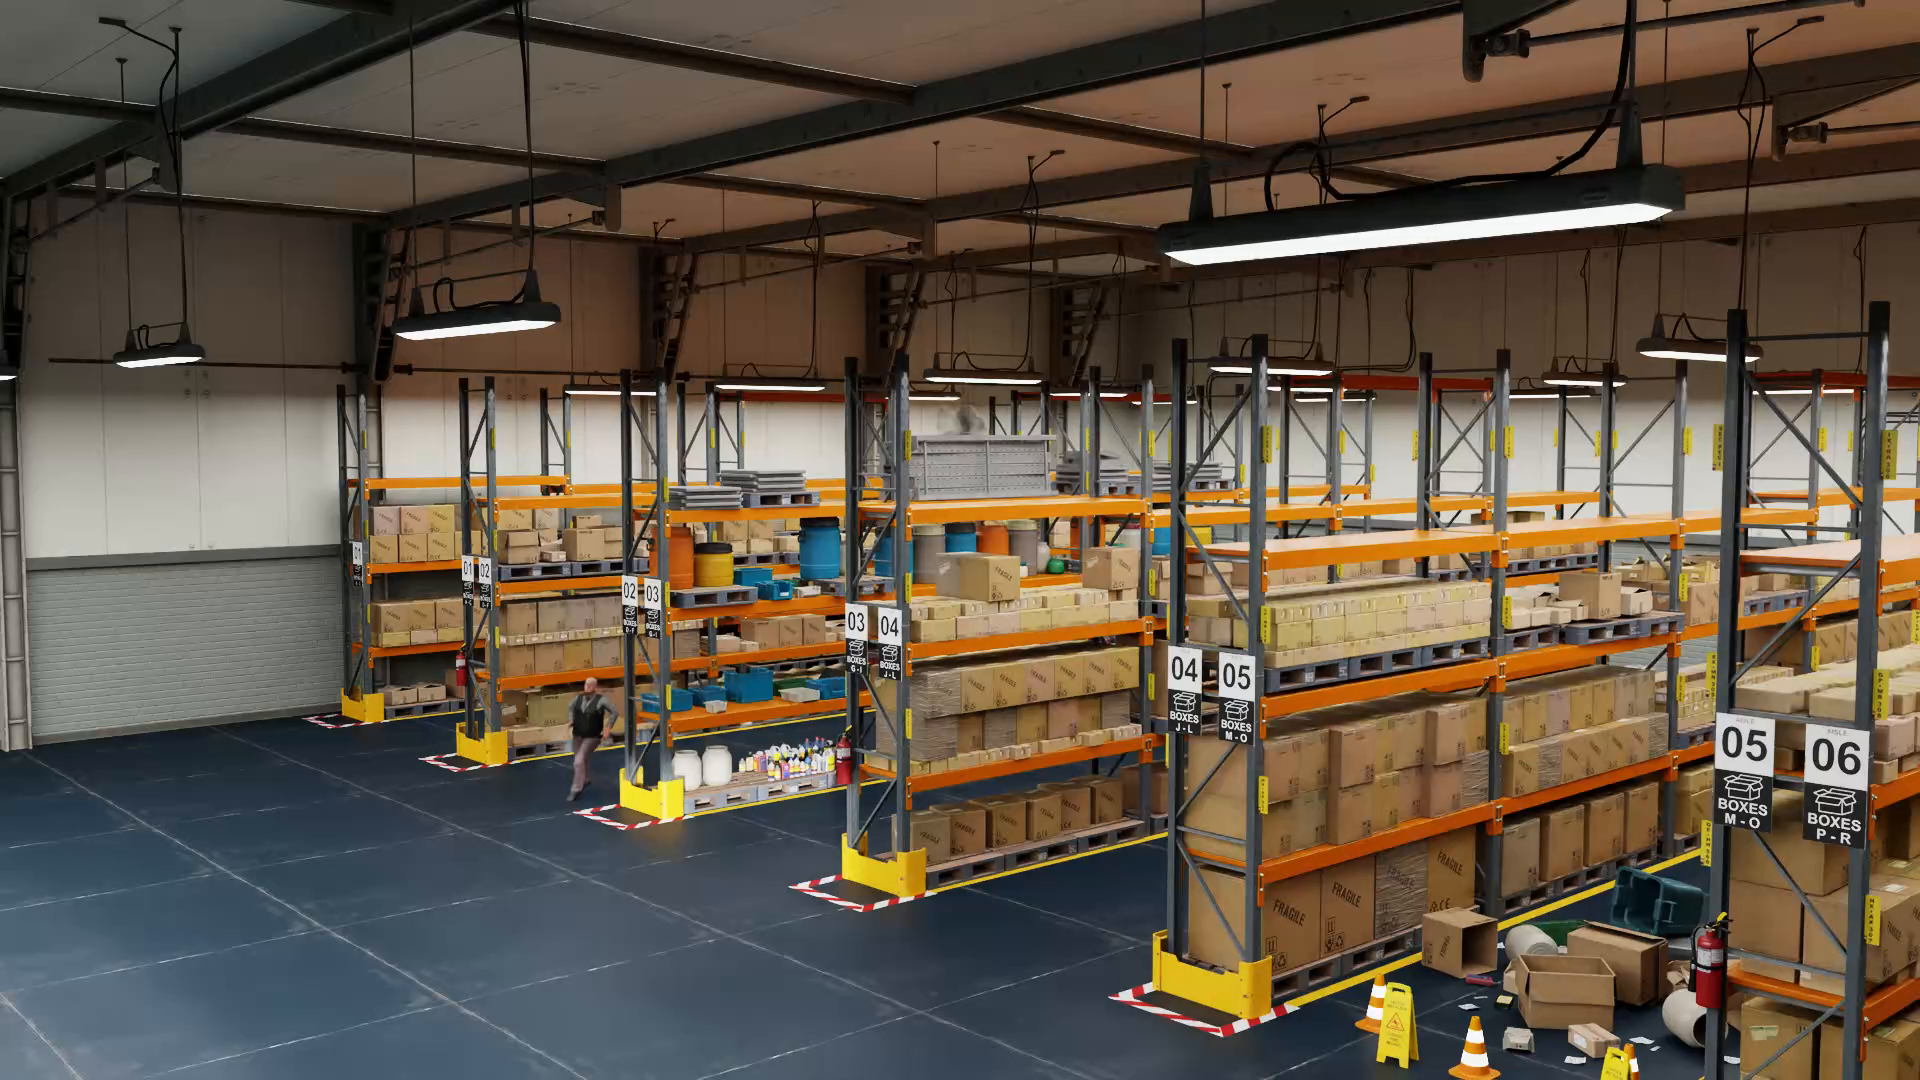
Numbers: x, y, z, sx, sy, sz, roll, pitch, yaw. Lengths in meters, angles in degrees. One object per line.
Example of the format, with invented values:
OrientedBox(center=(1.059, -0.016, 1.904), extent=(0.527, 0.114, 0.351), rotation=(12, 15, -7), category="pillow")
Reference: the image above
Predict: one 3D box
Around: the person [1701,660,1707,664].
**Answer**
OrientedBox(center=(11.447, 2.664, 25.637), extent=(0.546, 1.633, 0.567), rotation=(-4, 5, -44), category="person")

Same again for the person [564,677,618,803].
OrientedBox(center=(-5.226, 2.793, 23.352), extent=(0.730, 1.750, 0.752), rotation=(2, 4, 23), category="person")
